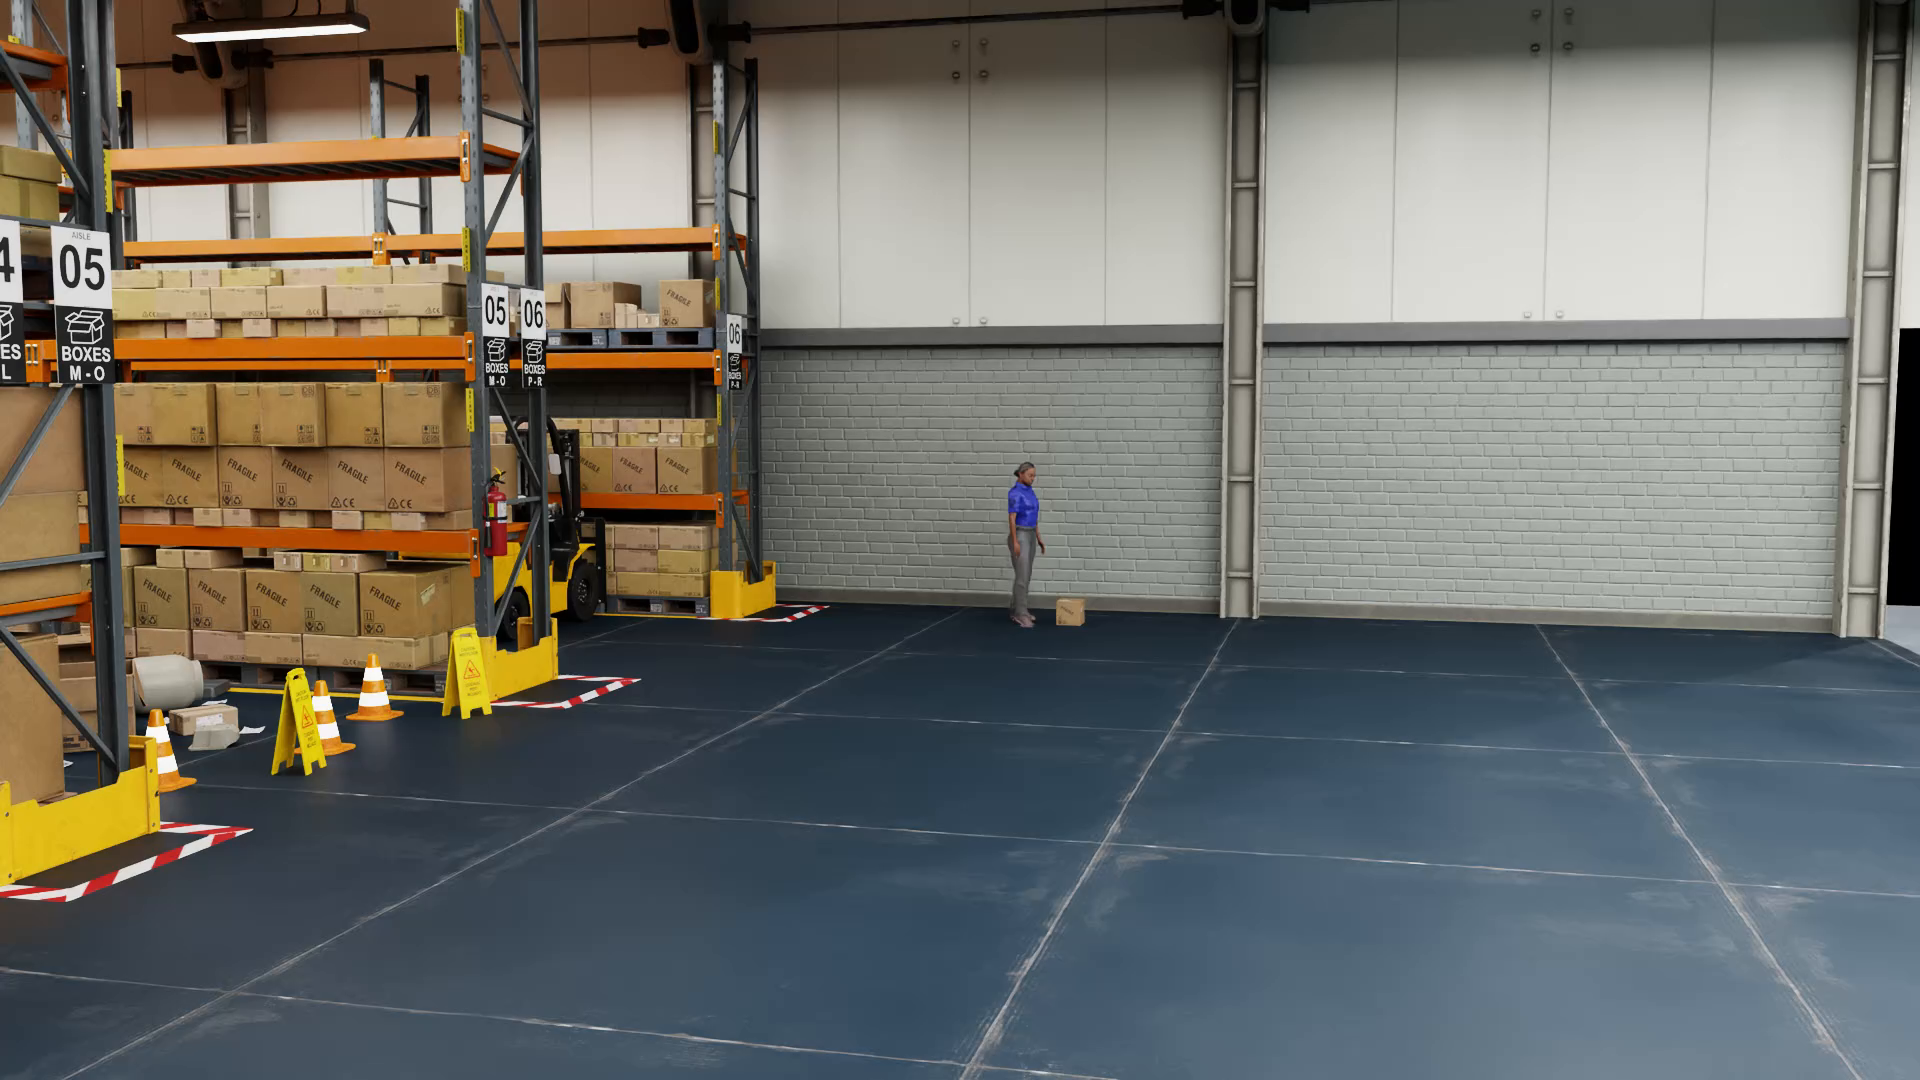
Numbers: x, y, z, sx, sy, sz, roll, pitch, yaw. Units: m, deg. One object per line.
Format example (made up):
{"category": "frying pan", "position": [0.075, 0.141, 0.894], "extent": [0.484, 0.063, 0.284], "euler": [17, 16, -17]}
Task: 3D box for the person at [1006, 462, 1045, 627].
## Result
{"category": "person", "position": [0.680, 0.051, 17.142], "extent": [0.445, 1.712, 0.510], "euler": [3, 6, 27]}
